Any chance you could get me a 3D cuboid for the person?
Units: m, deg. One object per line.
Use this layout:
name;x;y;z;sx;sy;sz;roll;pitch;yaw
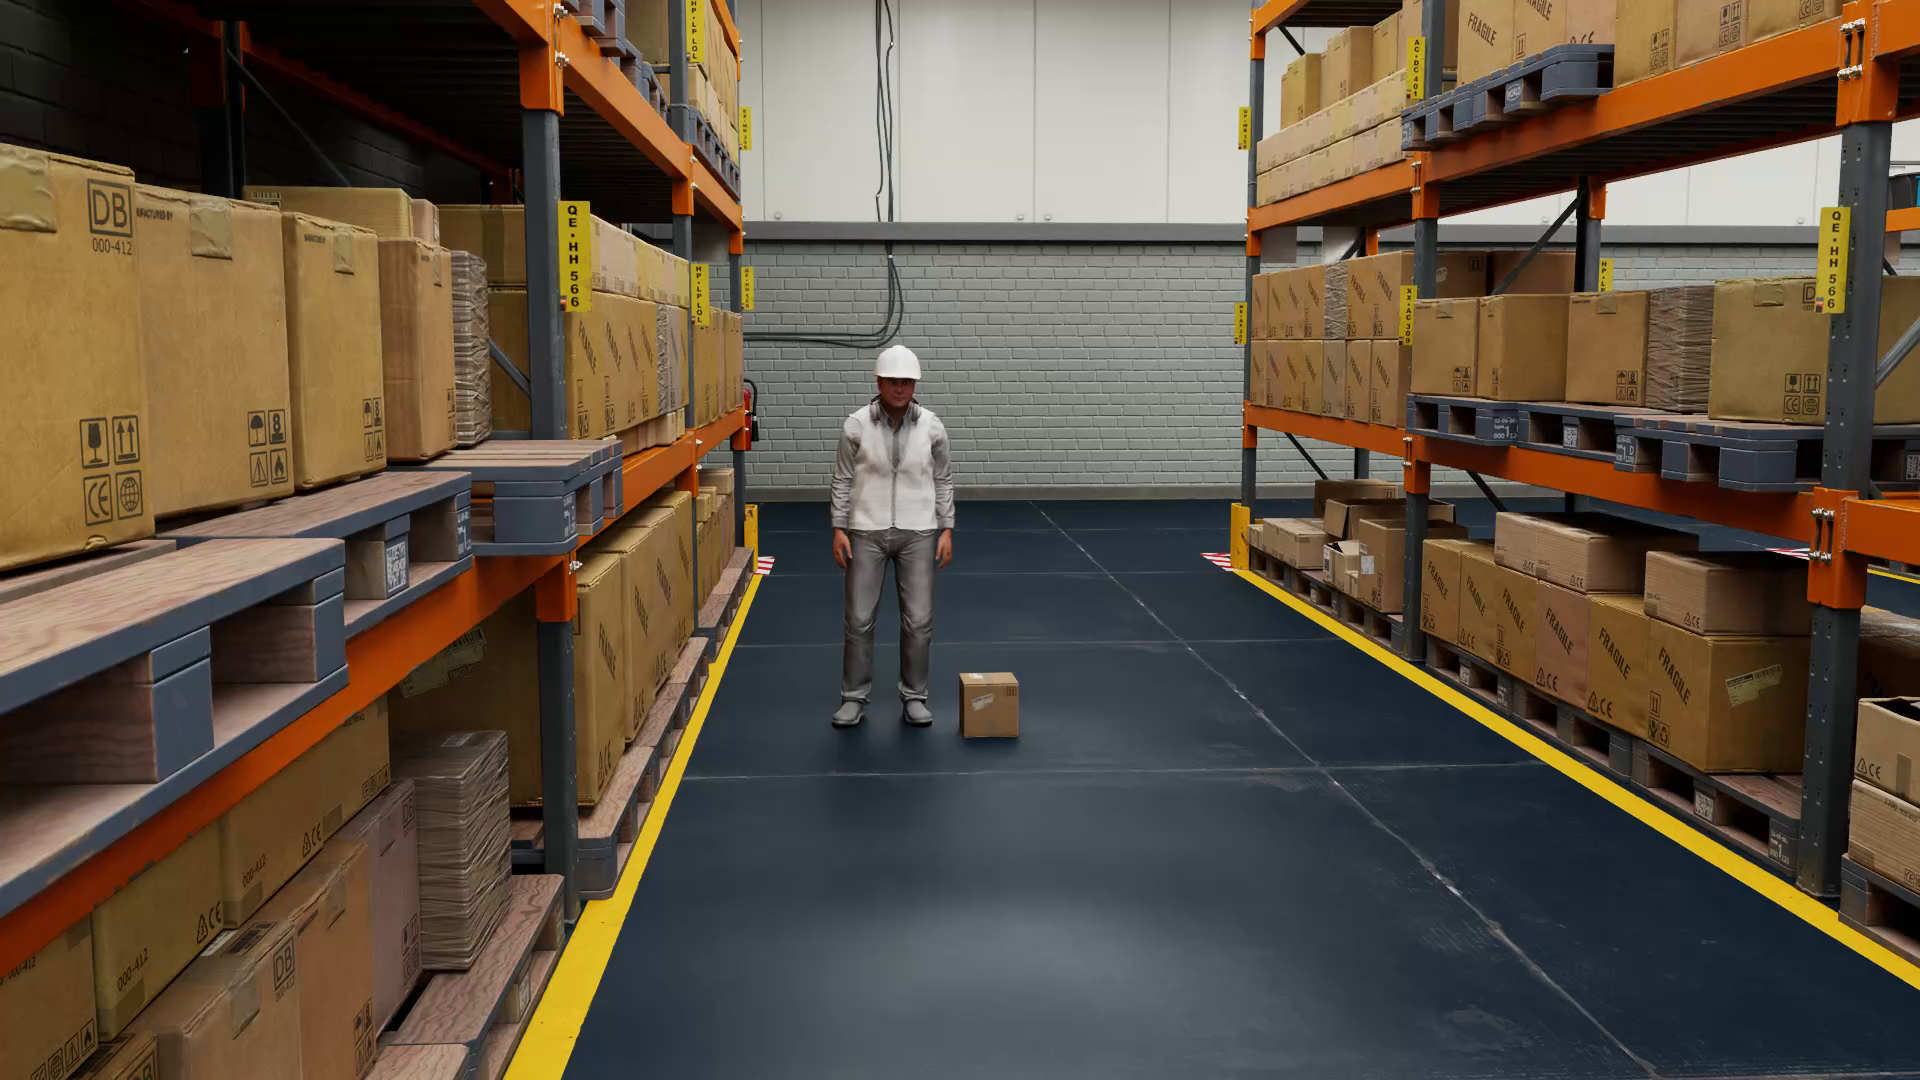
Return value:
person;-0.318;-0.024;7.825;0.594;1.772;0.461;-1;7;-6
